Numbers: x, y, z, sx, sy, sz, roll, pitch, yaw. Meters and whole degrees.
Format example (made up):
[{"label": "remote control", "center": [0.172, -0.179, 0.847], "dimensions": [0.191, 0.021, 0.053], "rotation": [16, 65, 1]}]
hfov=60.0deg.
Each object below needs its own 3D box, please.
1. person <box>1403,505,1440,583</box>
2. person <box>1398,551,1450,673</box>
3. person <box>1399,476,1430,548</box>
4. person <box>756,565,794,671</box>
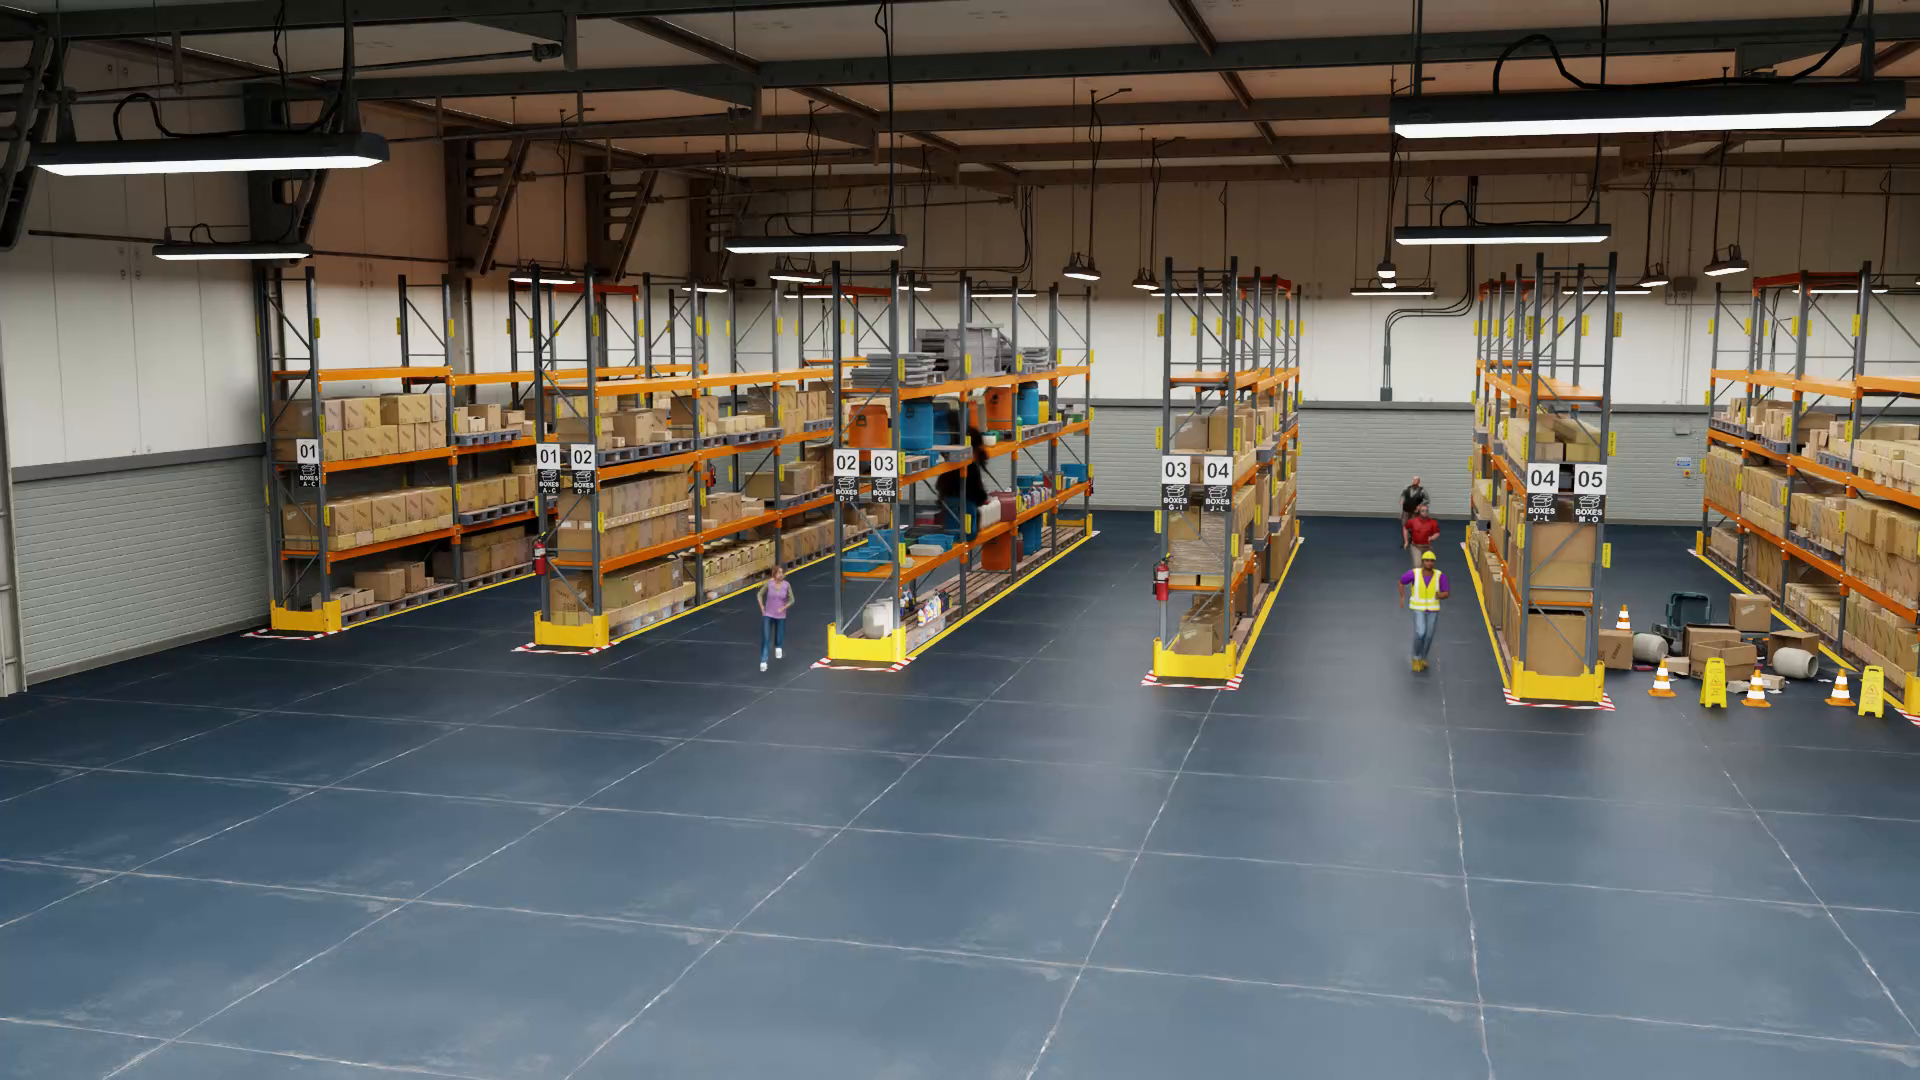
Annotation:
[{"label": "person", "center": [8.639, 0.221, 31.108], "dimensions": [0.627, 1.767, 0.826], "rotation": [1, 7, 5]}, {"label": "person", "center": [6.813, 1.052, 24.354], "dimensions": [0.687, 1.791, 0.702], "rotation": [0, 7, 3]}, {"label": "person", "center": [10.346, -0.630, 37.988], "dimensions": [0.683, 1.667, 0.625], "rotation": [5, 9, 36]}, {"label": "person", "center": [-2.739, 1.165, 24.709], "dimensions": [0.562, 1.488, 0.623], "rotation": [-1, 7, -7]}]
